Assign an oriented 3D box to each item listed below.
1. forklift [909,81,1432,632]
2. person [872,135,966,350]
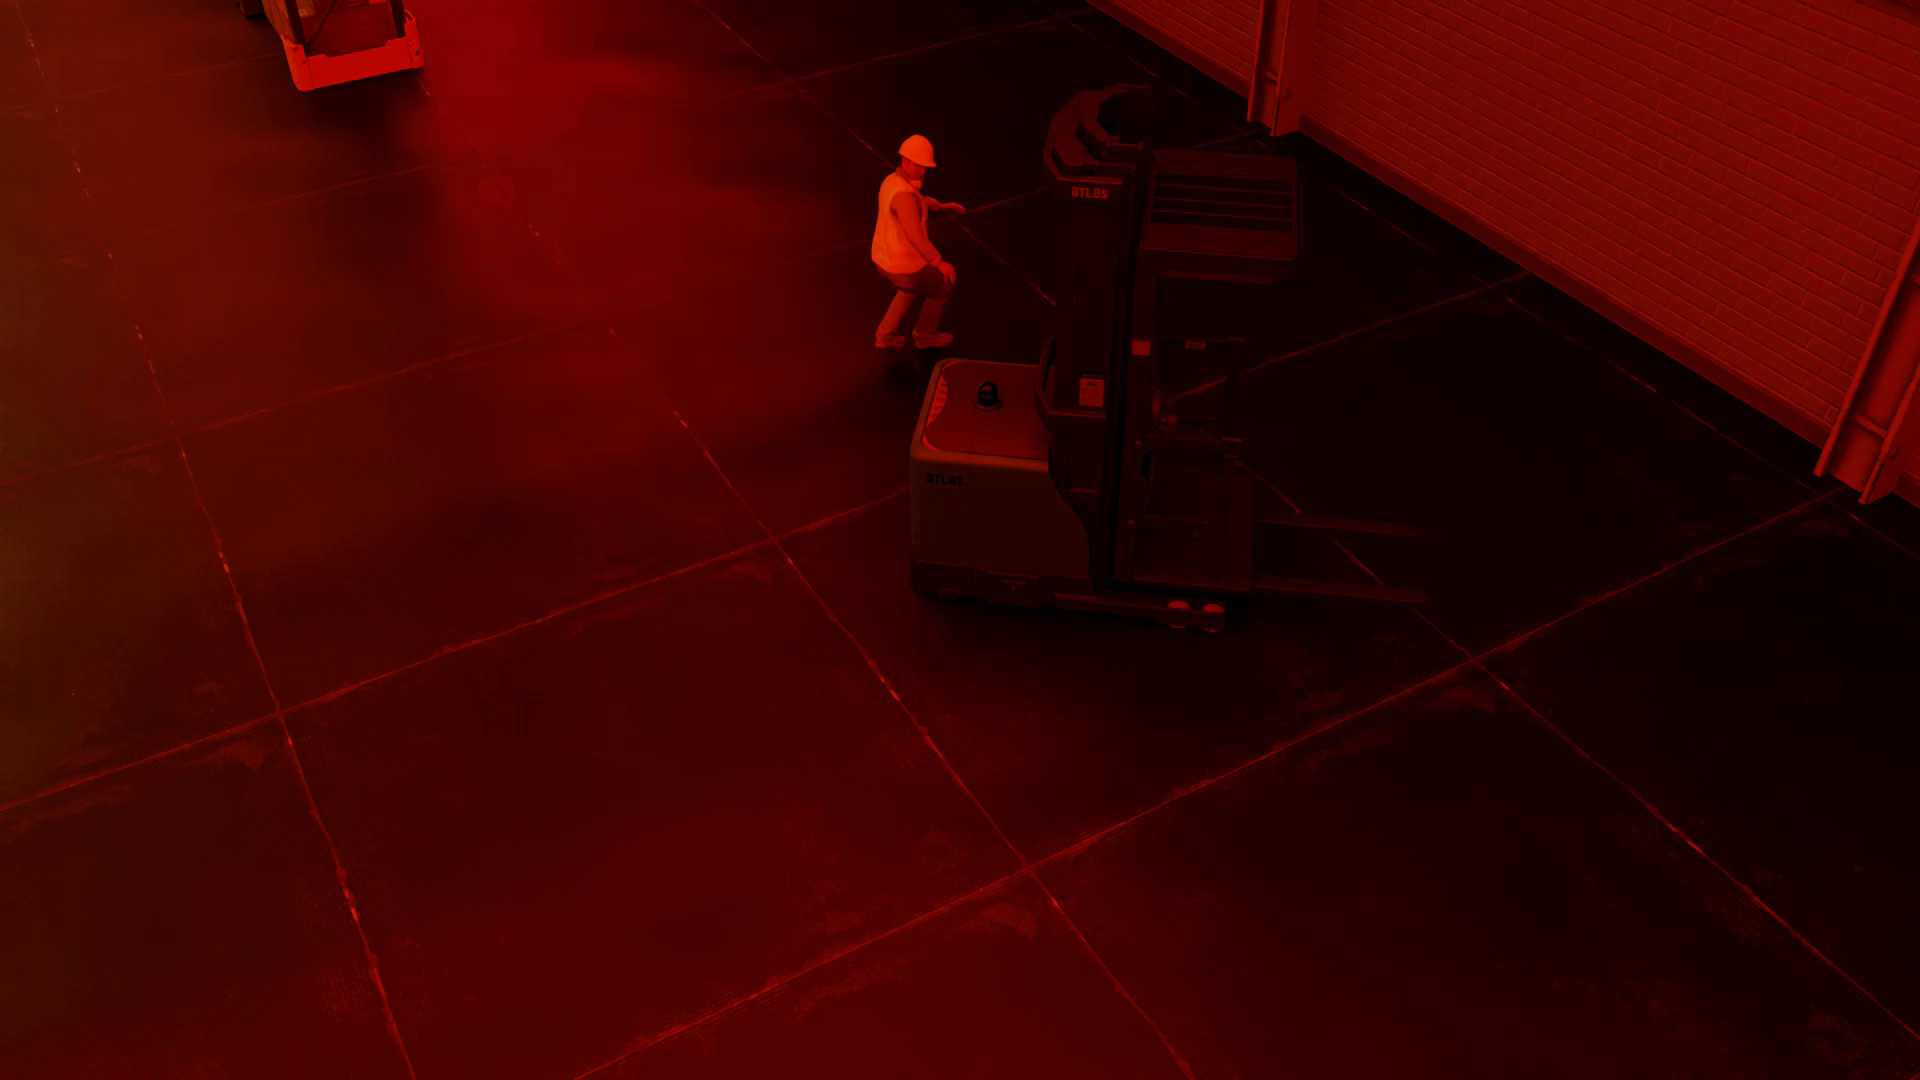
[{"bbox_3d":[1.263,-0.958,9.191,3.031,2.935,1.130,6,40,7],"label":"forklift"},{"bbox_3d":[-0.227,-1.989,11.445,0.805,1.645,0.849,-20,44,-22],"label":"person"}]
